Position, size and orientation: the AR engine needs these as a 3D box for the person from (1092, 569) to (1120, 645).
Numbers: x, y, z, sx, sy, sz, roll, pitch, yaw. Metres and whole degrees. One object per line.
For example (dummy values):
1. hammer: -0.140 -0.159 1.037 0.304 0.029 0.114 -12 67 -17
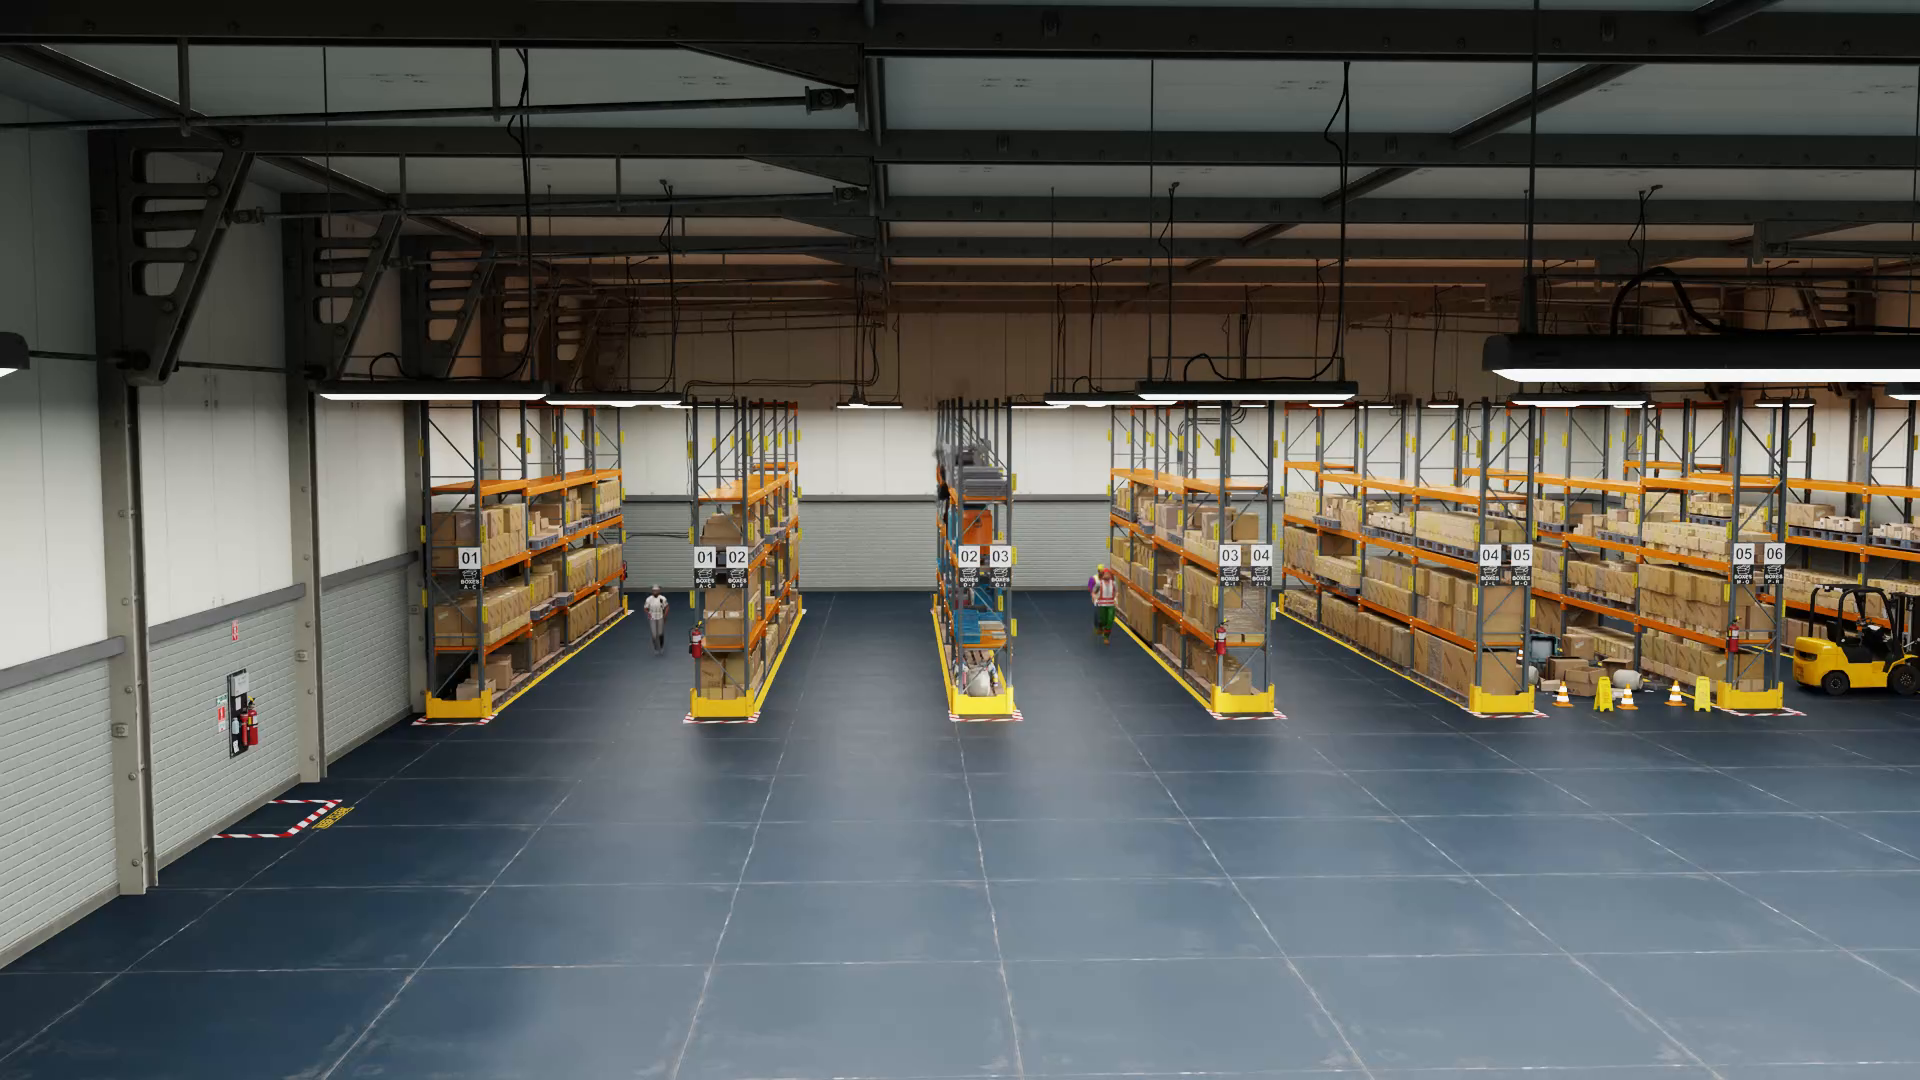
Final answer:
1. person: 3.441 1.553 39.175 0.670 1.769 0.603 -1 4 -9

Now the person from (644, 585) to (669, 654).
1. person: -7.138 1.872 39.063 0.576 1.657 0.580 -1 4 -7

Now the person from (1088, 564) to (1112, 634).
1. person: 3.438 1.467 40.750 0.638 1.770 0.878 0 4 -2
